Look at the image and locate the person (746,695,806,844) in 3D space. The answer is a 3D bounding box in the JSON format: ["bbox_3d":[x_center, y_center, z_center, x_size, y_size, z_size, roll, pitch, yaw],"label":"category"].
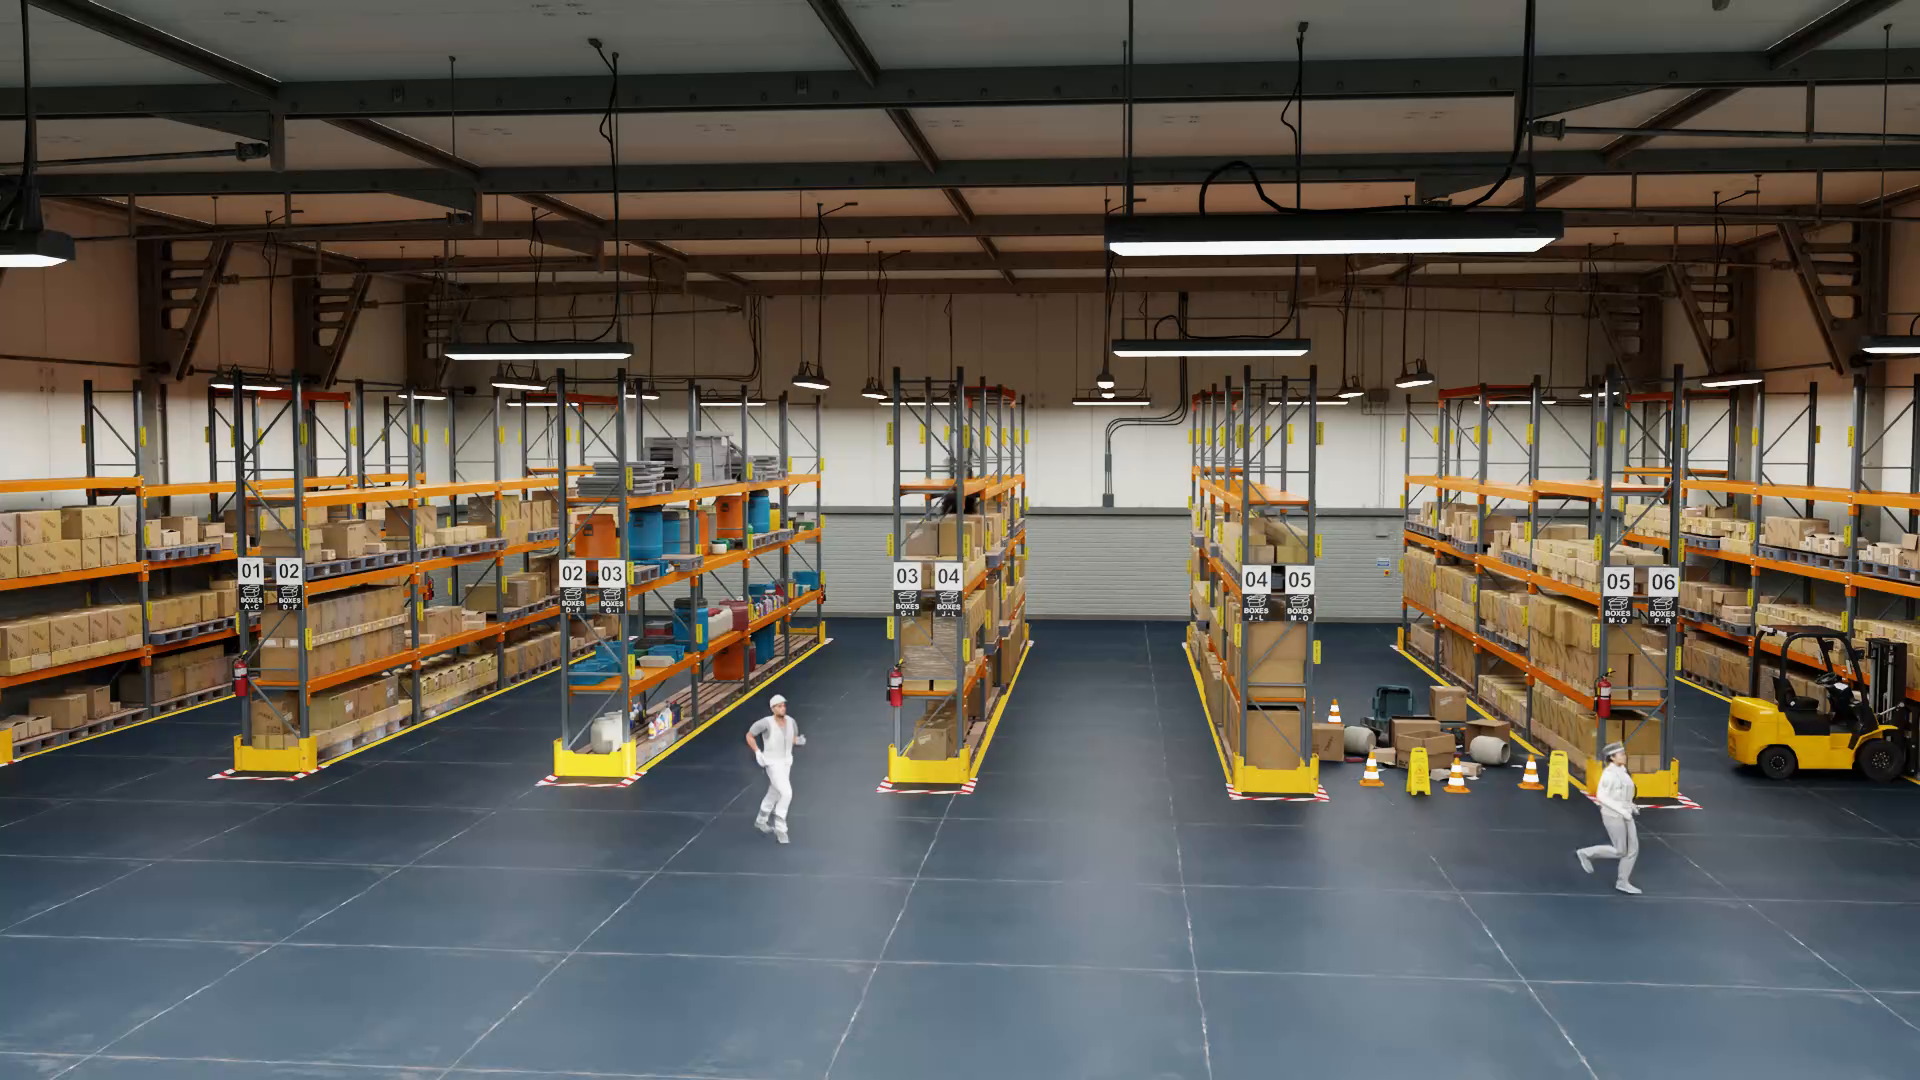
[{"bbox_3d":[-2.255,2.838,20.691,0.779,1.851,0.616,3,5,39],"label":"person"}]

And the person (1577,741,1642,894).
[{"bbox_3d":[7.216,3.037,18.382,0.695,1.658,0.617,3,5,43],"label":"person"}]
